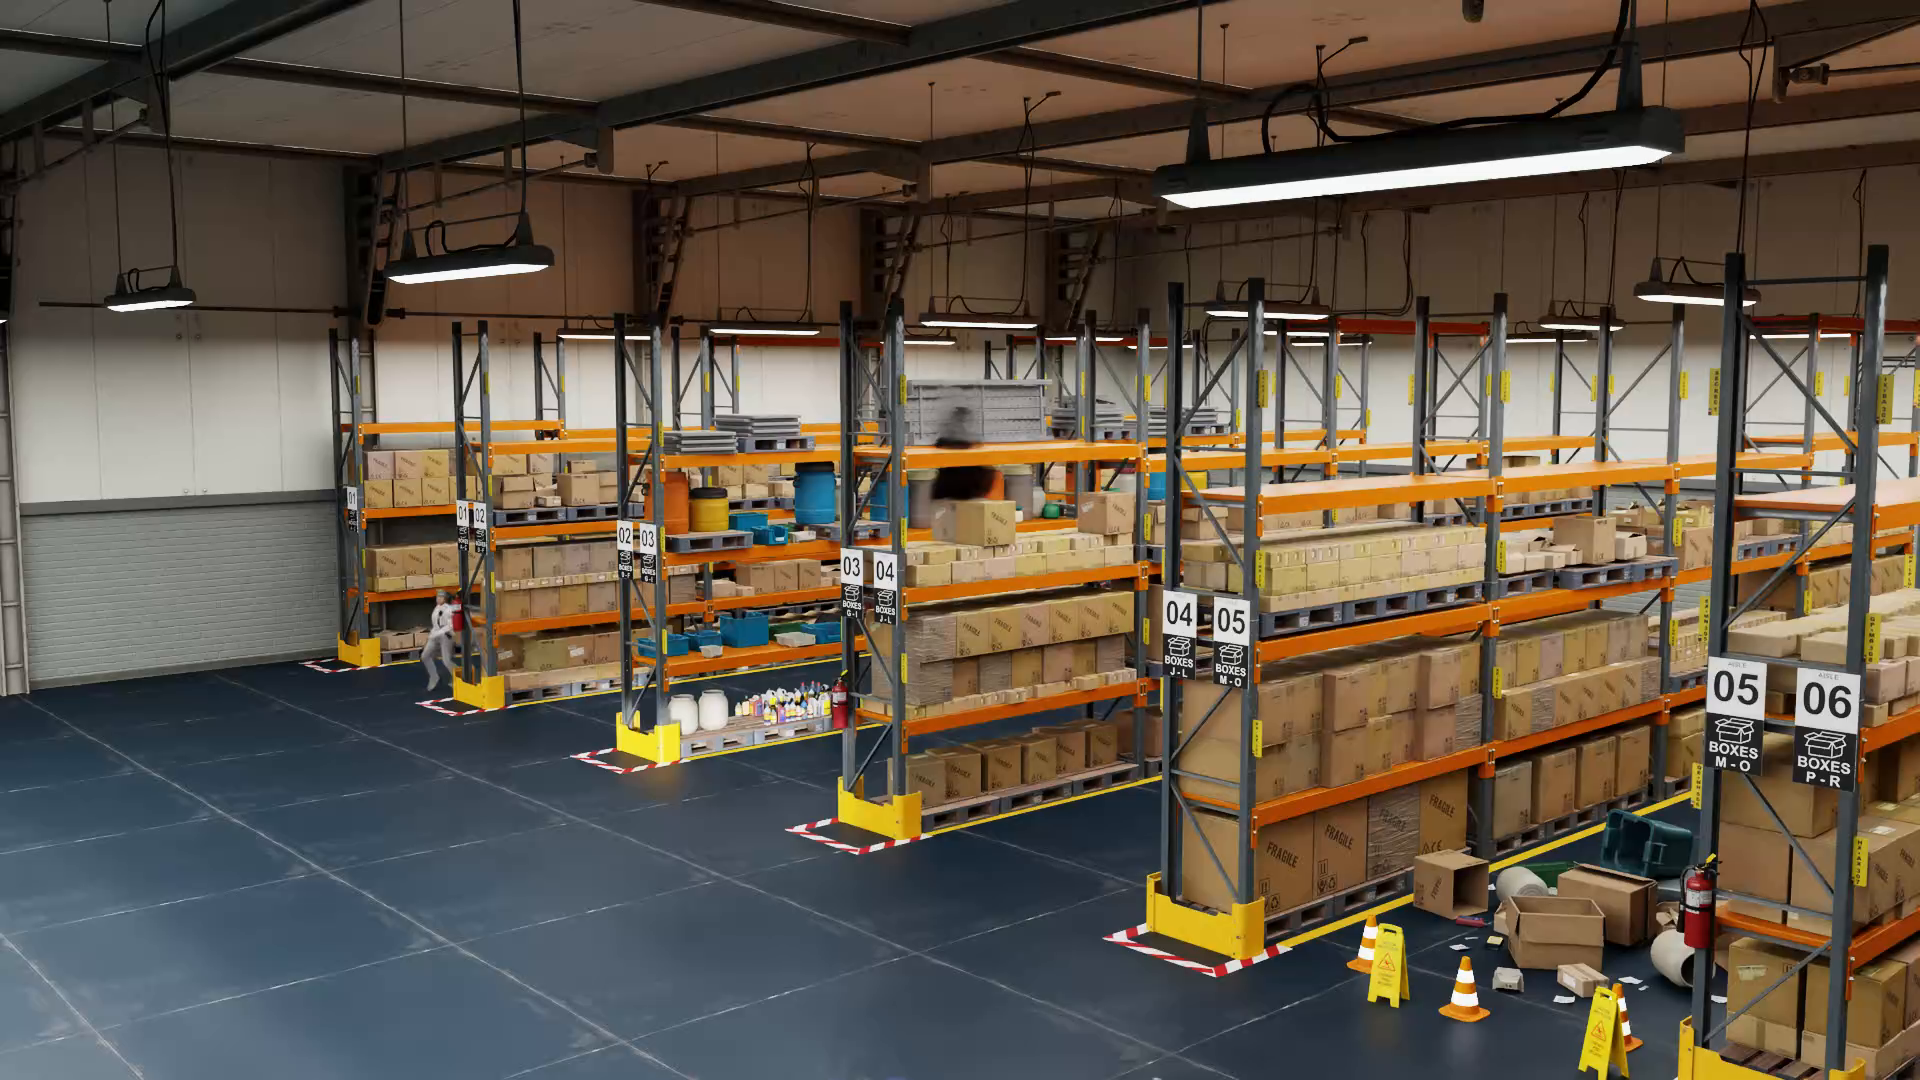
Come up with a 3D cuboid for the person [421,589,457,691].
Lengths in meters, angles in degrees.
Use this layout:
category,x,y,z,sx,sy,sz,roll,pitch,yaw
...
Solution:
category,x,y,z,sx,sy,sz,roll,pitch,yaw
person,-8.522,1.633,27.395,0.625,1.700,0.642,5,8,41
